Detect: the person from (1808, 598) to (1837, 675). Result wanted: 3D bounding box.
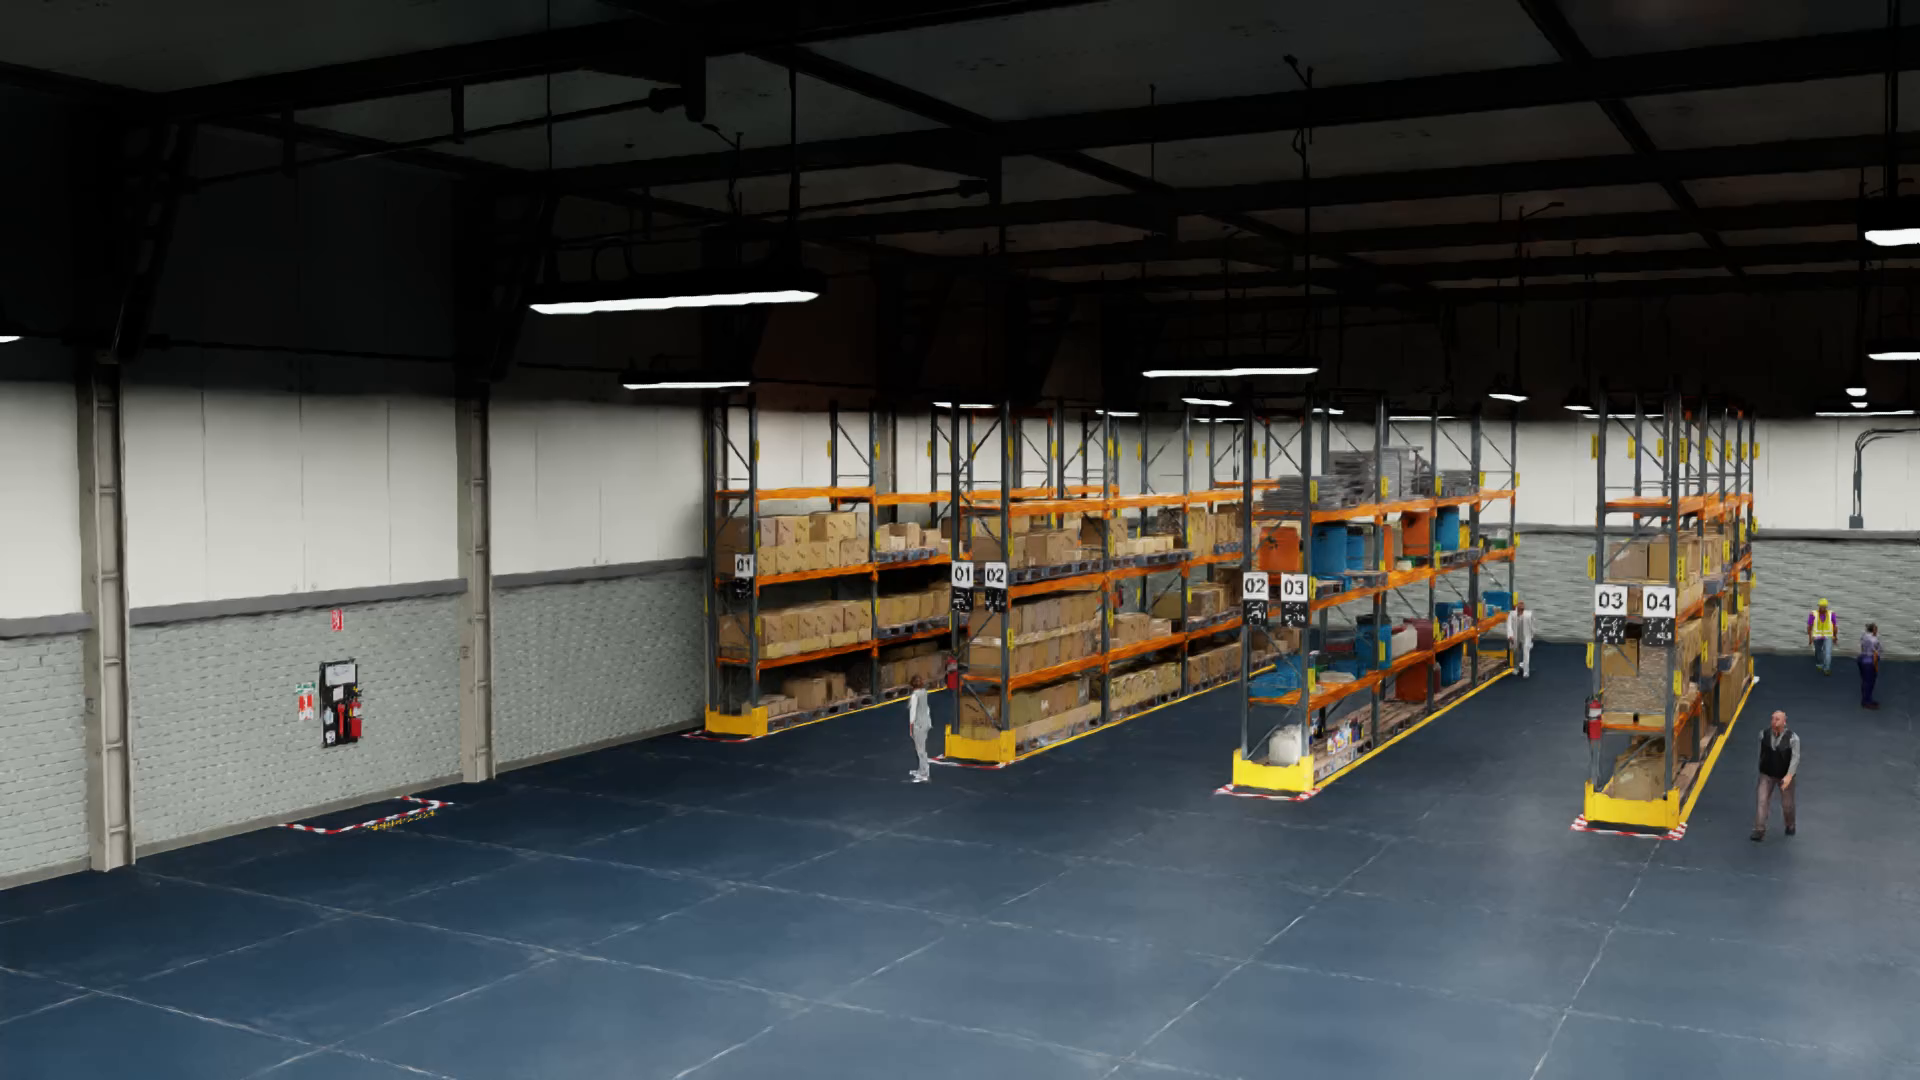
[{"bbox_3d":[19.246,2.141,37.134,0.577,1.690,1.121,2,4,31],"label":"person"}]

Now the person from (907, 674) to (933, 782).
[{"bbox_3d":[-0.619,2.826,25.184,0.473,1.597,0.600,2,3,26],"label":"person"}]

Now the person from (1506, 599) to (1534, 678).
[{"bbox_3d":[12.344,2.171,36.662,0.580,1.667,1.102,1,3,20],"label":"person"}]

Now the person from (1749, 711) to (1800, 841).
[{"bbox_3d":[10.474,3.011,21.296,0.539,1.662,1.031,2,4,38],"label":"person"}]

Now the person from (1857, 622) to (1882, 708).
[{"bbox_3d":[17.752,2.421,32.377,0.448,1.640,0.573,0,3,4],"label":"person"}]
